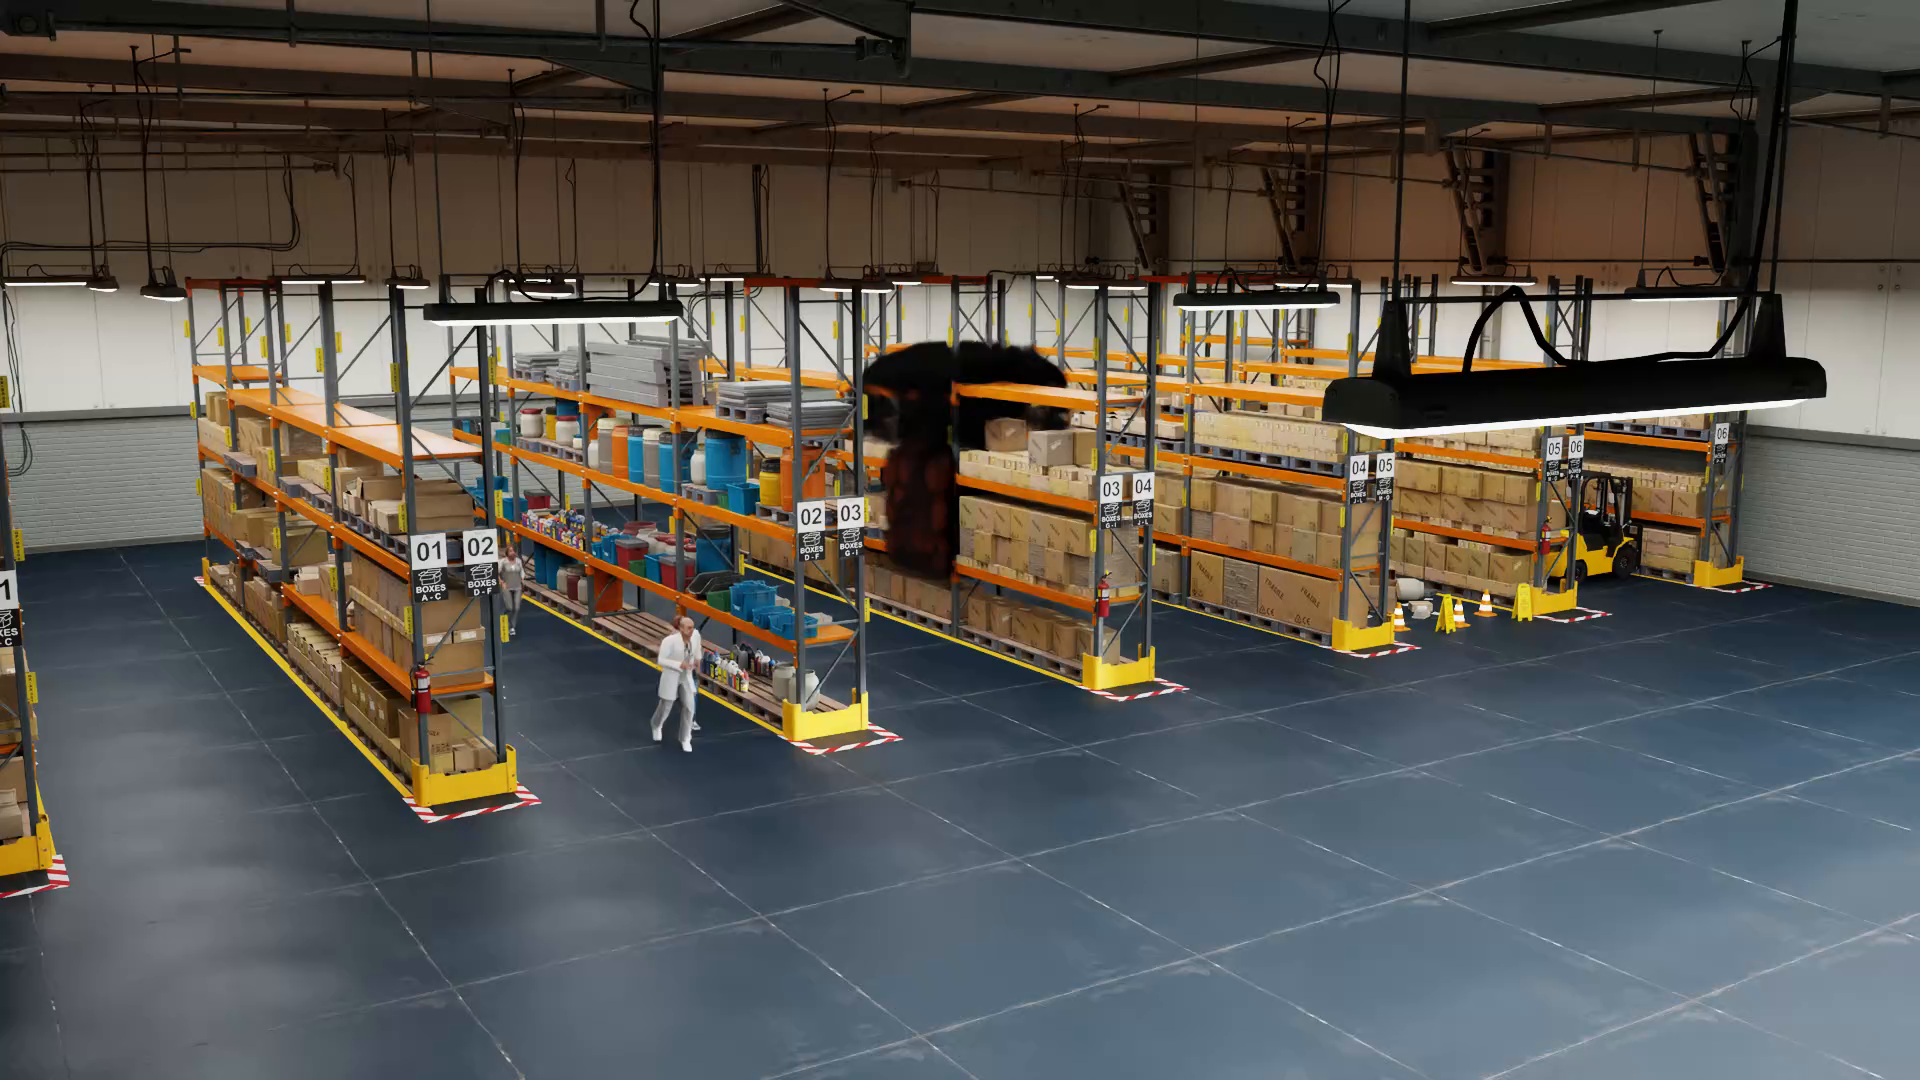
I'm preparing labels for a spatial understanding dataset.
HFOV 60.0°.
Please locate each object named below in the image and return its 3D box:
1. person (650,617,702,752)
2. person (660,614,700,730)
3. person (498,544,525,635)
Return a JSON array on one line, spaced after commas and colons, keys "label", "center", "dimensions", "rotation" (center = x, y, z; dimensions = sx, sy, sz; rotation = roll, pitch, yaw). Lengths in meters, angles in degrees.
[{"label": "person", "center": [-3.693, 1.875, 21.858], "dimensions": [0.772, 1.821, 0.912], "rotation": [-8, 13, -40]}, {"label": "person", "center": [-3.812, 1.782, 22.730], "dimensions": [0.739, 1.568, 0.548], "rotation": [9, 13, 43]}, {"label": "person", "center": [-7.628, 0.893, 28.295], "dimensions": [0.517, 1.462, 0.528], "rotation": [-6, 11, -32]}]
